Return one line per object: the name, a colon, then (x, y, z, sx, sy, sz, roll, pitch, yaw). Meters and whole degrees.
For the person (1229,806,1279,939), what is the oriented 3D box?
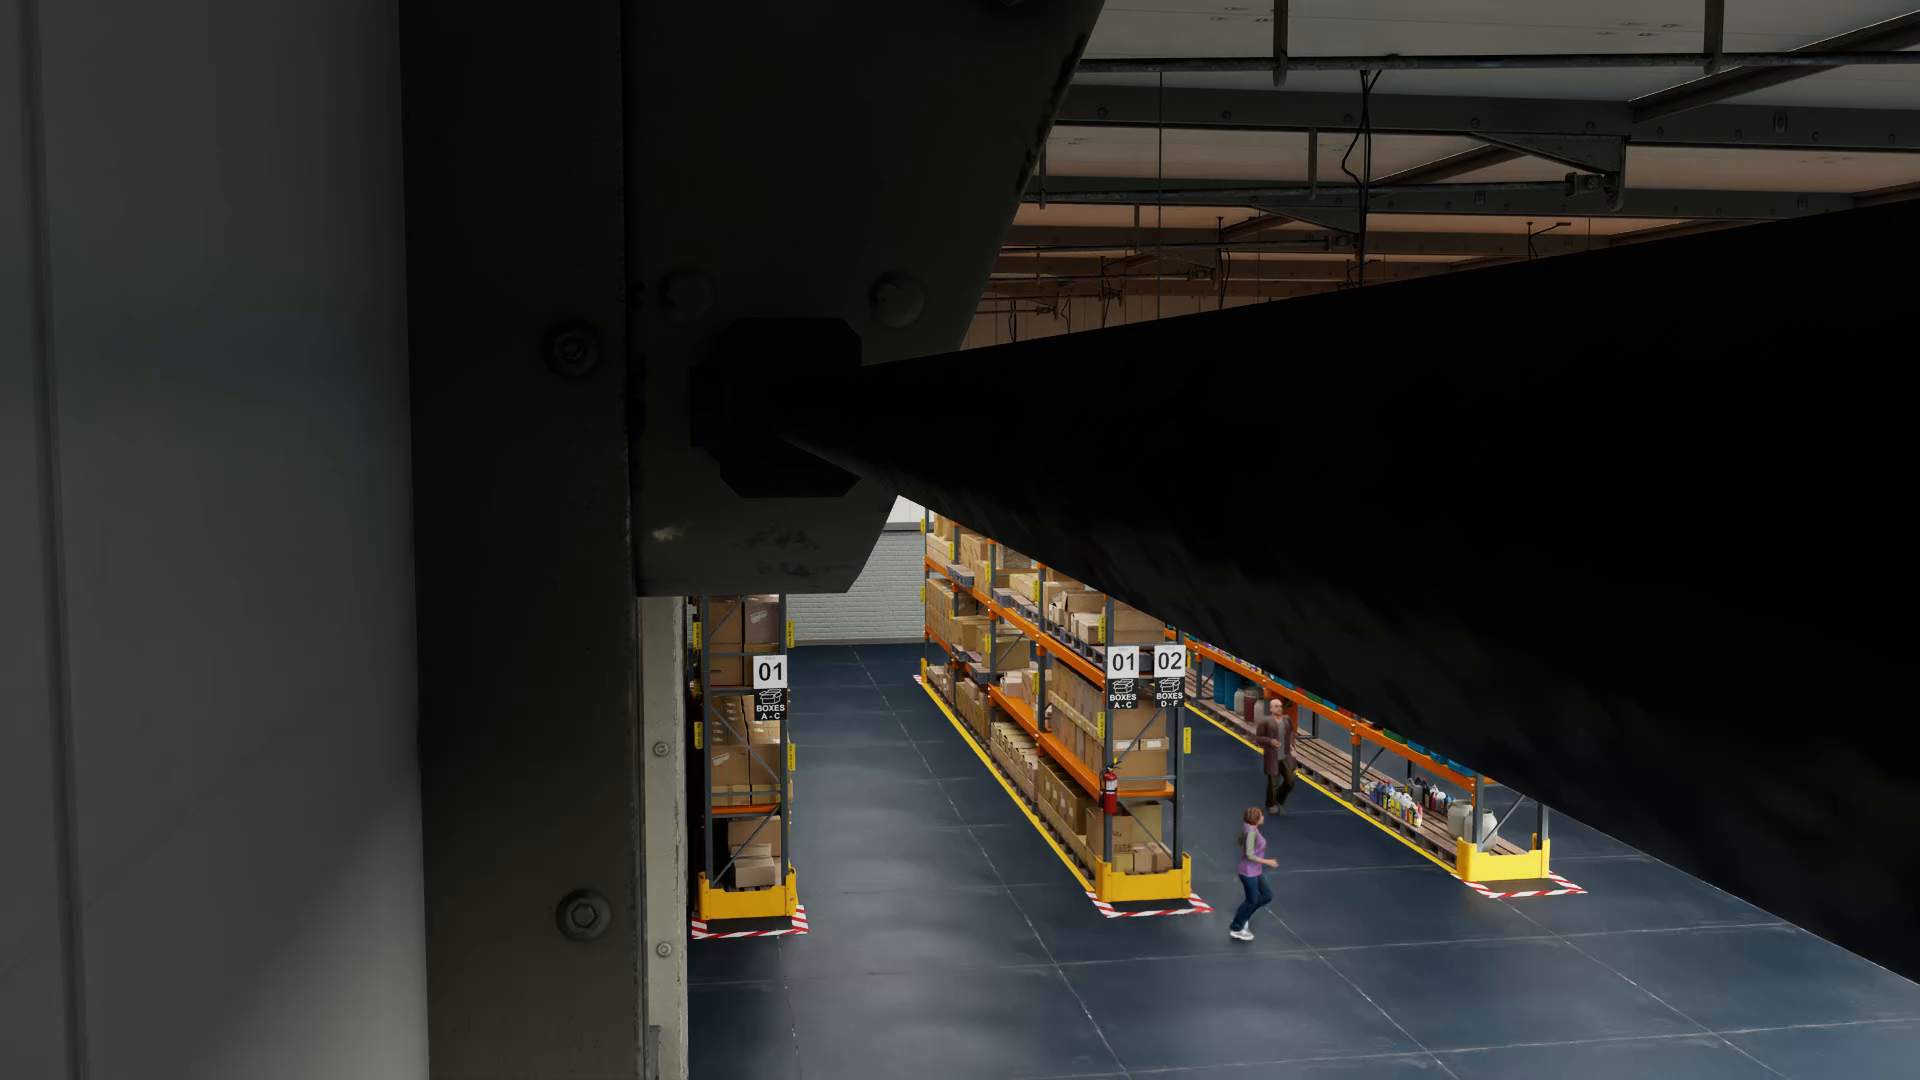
person: (3.408, 3.852, 19.240, 0.564, 1.567, 0.546, 1, 5, 15)

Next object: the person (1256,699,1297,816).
person: (4.771, 3.271, 24.852, 0.689, 1.772, 0.686, -1, 5, -12)
